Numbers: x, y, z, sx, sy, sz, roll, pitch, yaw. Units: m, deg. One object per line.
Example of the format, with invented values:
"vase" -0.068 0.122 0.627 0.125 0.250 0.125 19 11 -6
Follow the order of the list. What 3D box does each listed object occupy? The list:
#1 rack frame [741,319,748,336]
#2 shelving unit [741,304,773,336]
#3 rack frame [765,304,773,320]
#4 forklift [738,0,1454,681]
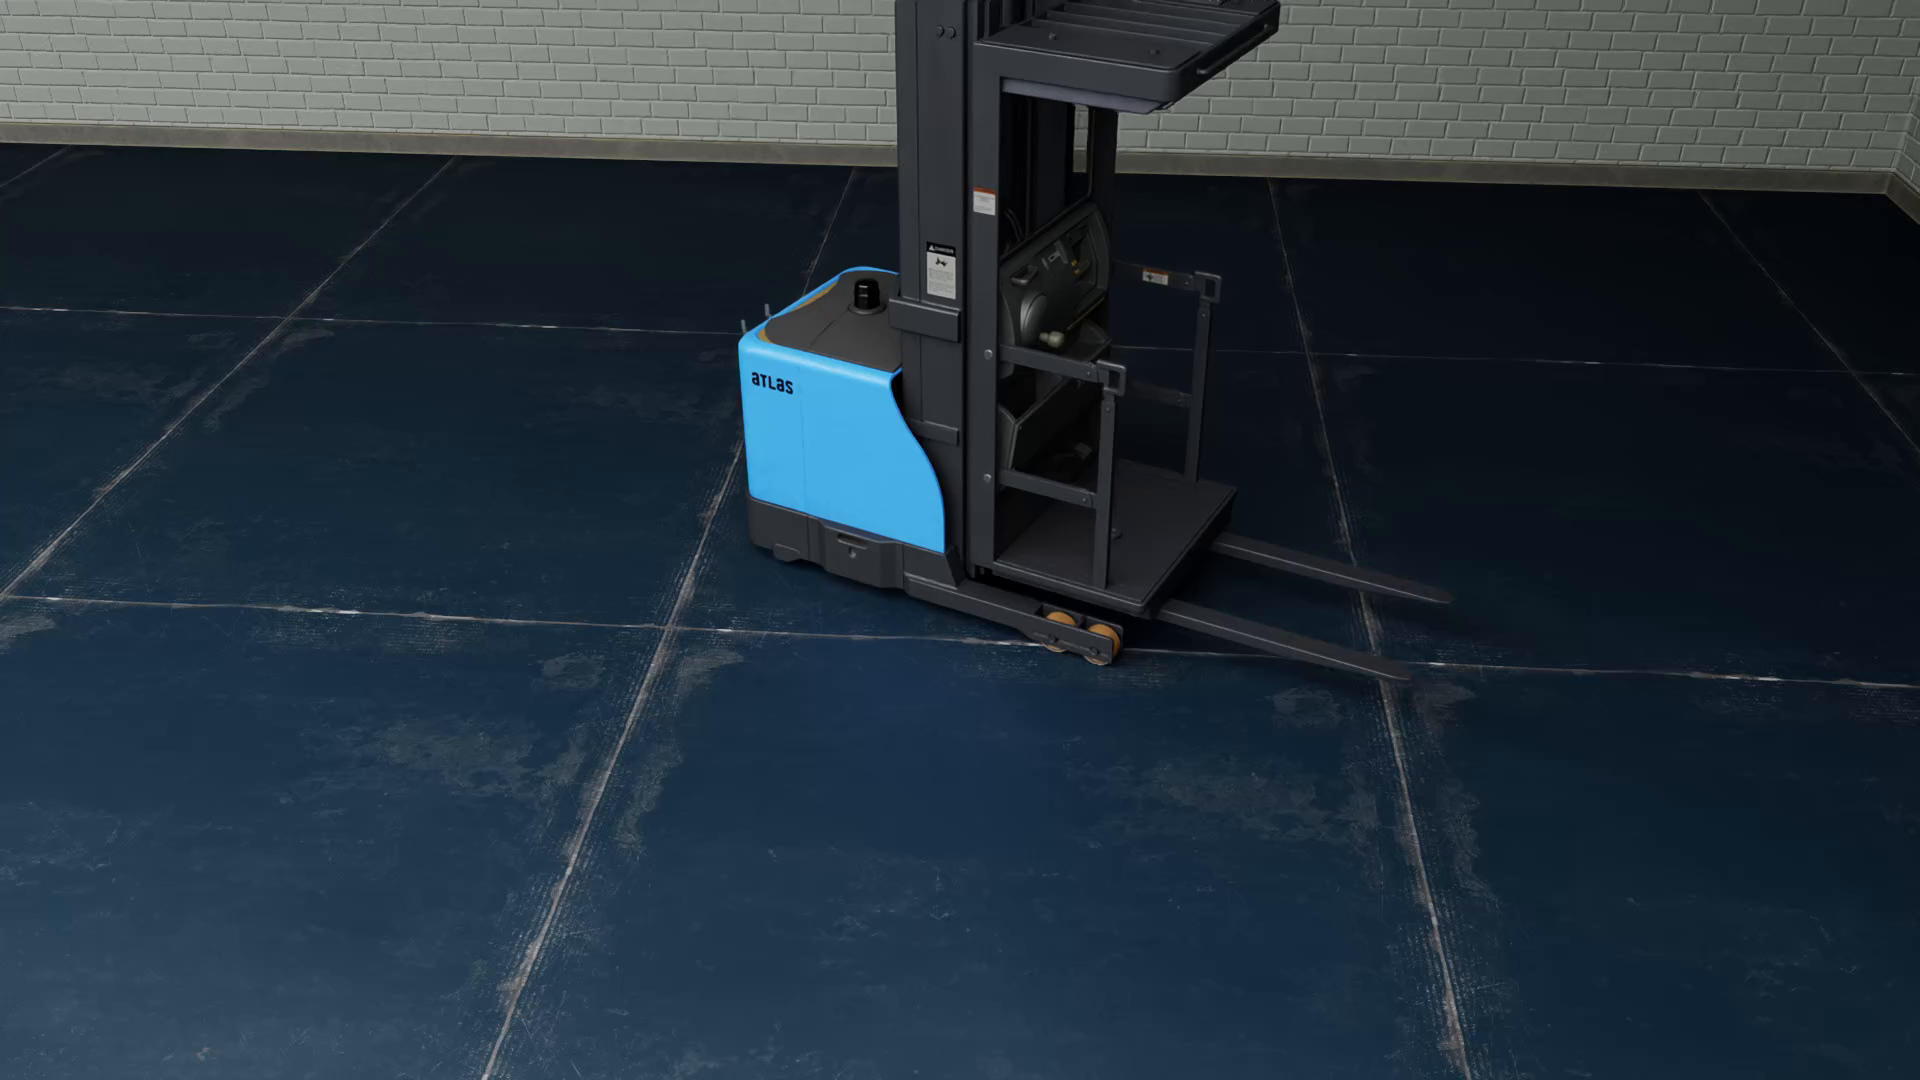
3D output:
"rack frame" -0.891 -0.607 7.870 0.240 0.900 0.006 13 34 23
"shelving unit" -0.845 -0.655 7.947 0.258 0.900 0.210 13 34 23
"rack frame" -0.800 -0.703 8.025 0.240 0.900 0.006 13 34 23
"forklift" 0.574 -1.048 6.656 3.031 2.935 1.130 16 35 24
